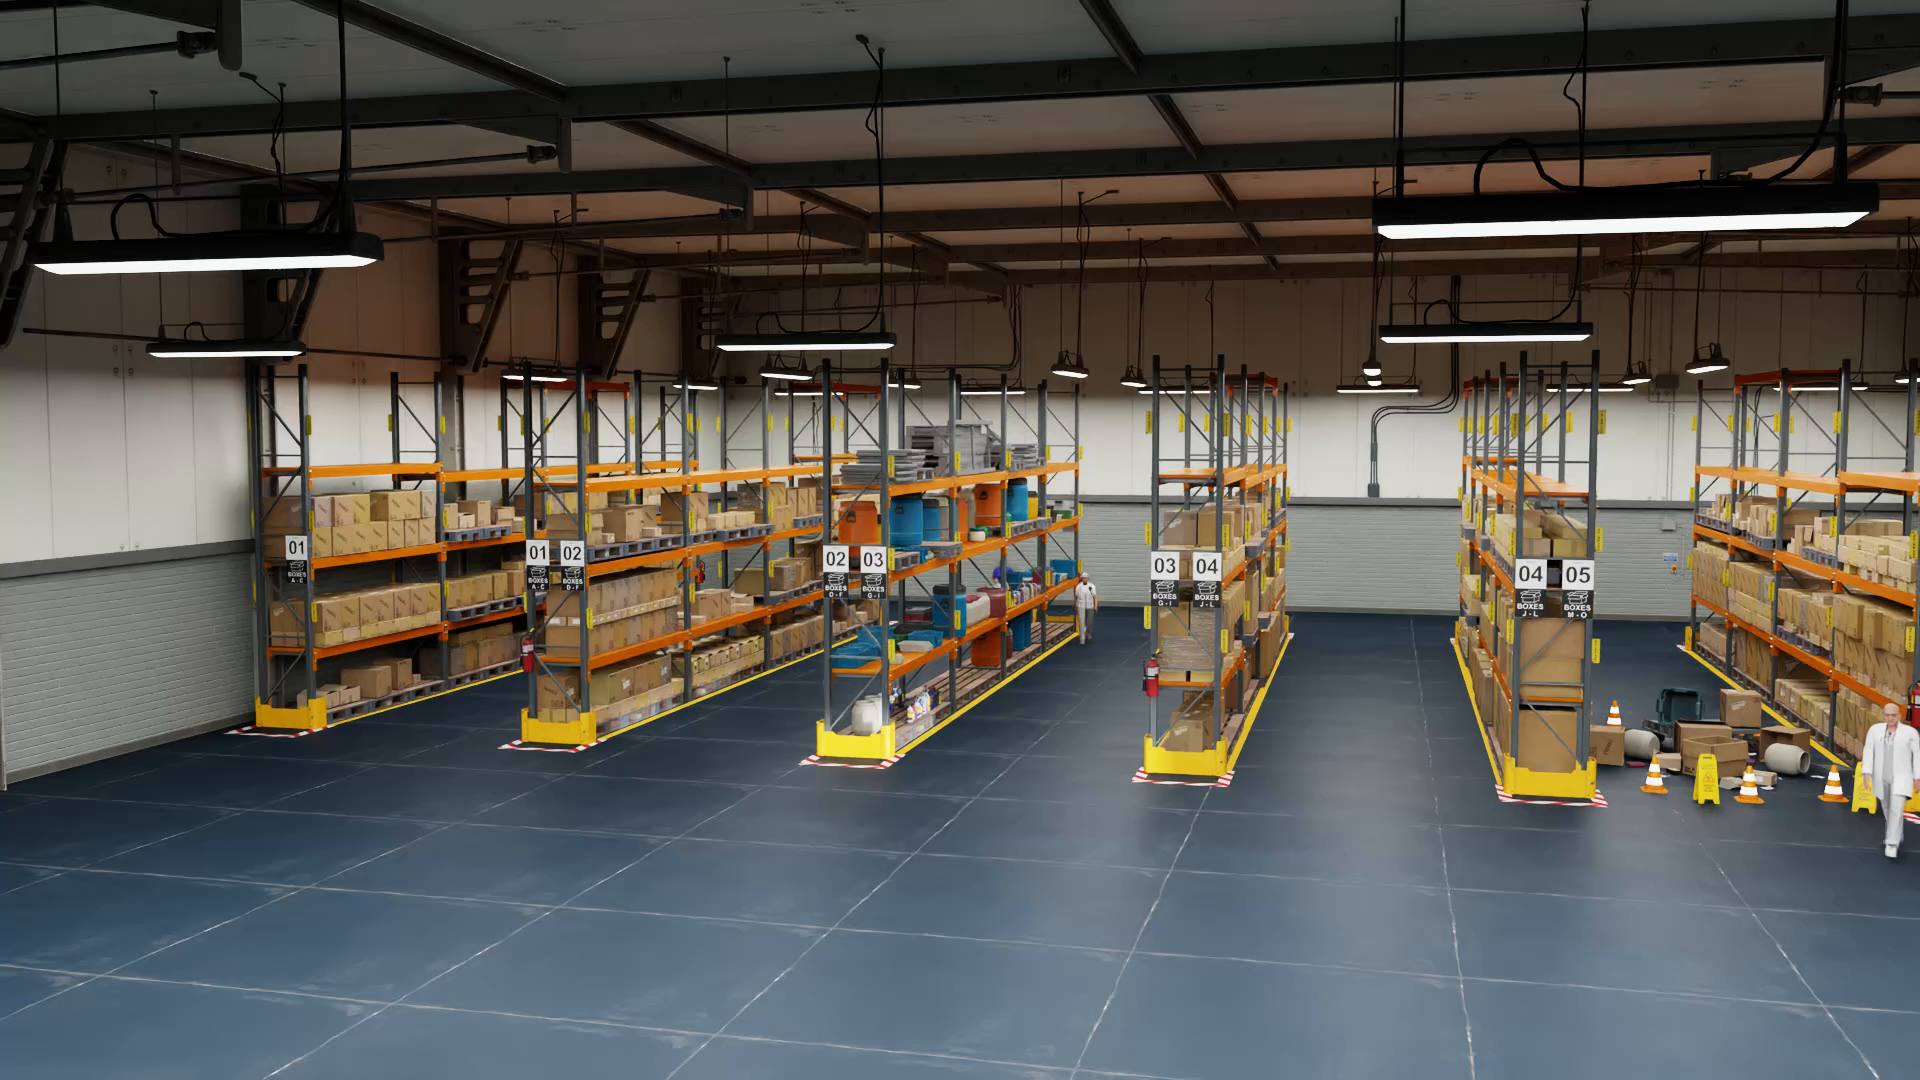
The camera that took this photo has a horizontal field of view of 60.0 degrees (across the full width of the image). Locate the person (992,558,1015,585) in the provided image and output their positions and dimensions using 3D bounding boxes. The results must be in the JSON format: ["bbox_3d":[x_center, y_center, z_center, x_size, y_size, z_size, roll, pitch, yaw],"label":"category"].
[{"bbox_3d":[1.144,1.238,43.292,0.557,1.567,0.737,2,4,24],"label":"person"}]

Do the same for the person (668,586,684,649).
[{"bbox_3d":[-5.875,1.758,34.519,0.631,1.749,0.676,1,4,9],"label":"person"}]

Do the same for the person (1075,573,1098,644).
[{"bbox_3d":[2.891,1.547,38.121,0.495,1.611,1.016,0,4,-1],"label":"person"}]

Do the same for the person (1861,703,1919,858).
[{"bbox_3d":[10.840,2.771,19.403,1.067,1.734,0.585,-3,5,-40],"label":"person"}]

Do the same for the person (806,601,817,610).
[{"bbox_3d":[-4.028,1.043,44.972,0.538,1.687,0.874,-3,5,-37],"label":"person"}]
